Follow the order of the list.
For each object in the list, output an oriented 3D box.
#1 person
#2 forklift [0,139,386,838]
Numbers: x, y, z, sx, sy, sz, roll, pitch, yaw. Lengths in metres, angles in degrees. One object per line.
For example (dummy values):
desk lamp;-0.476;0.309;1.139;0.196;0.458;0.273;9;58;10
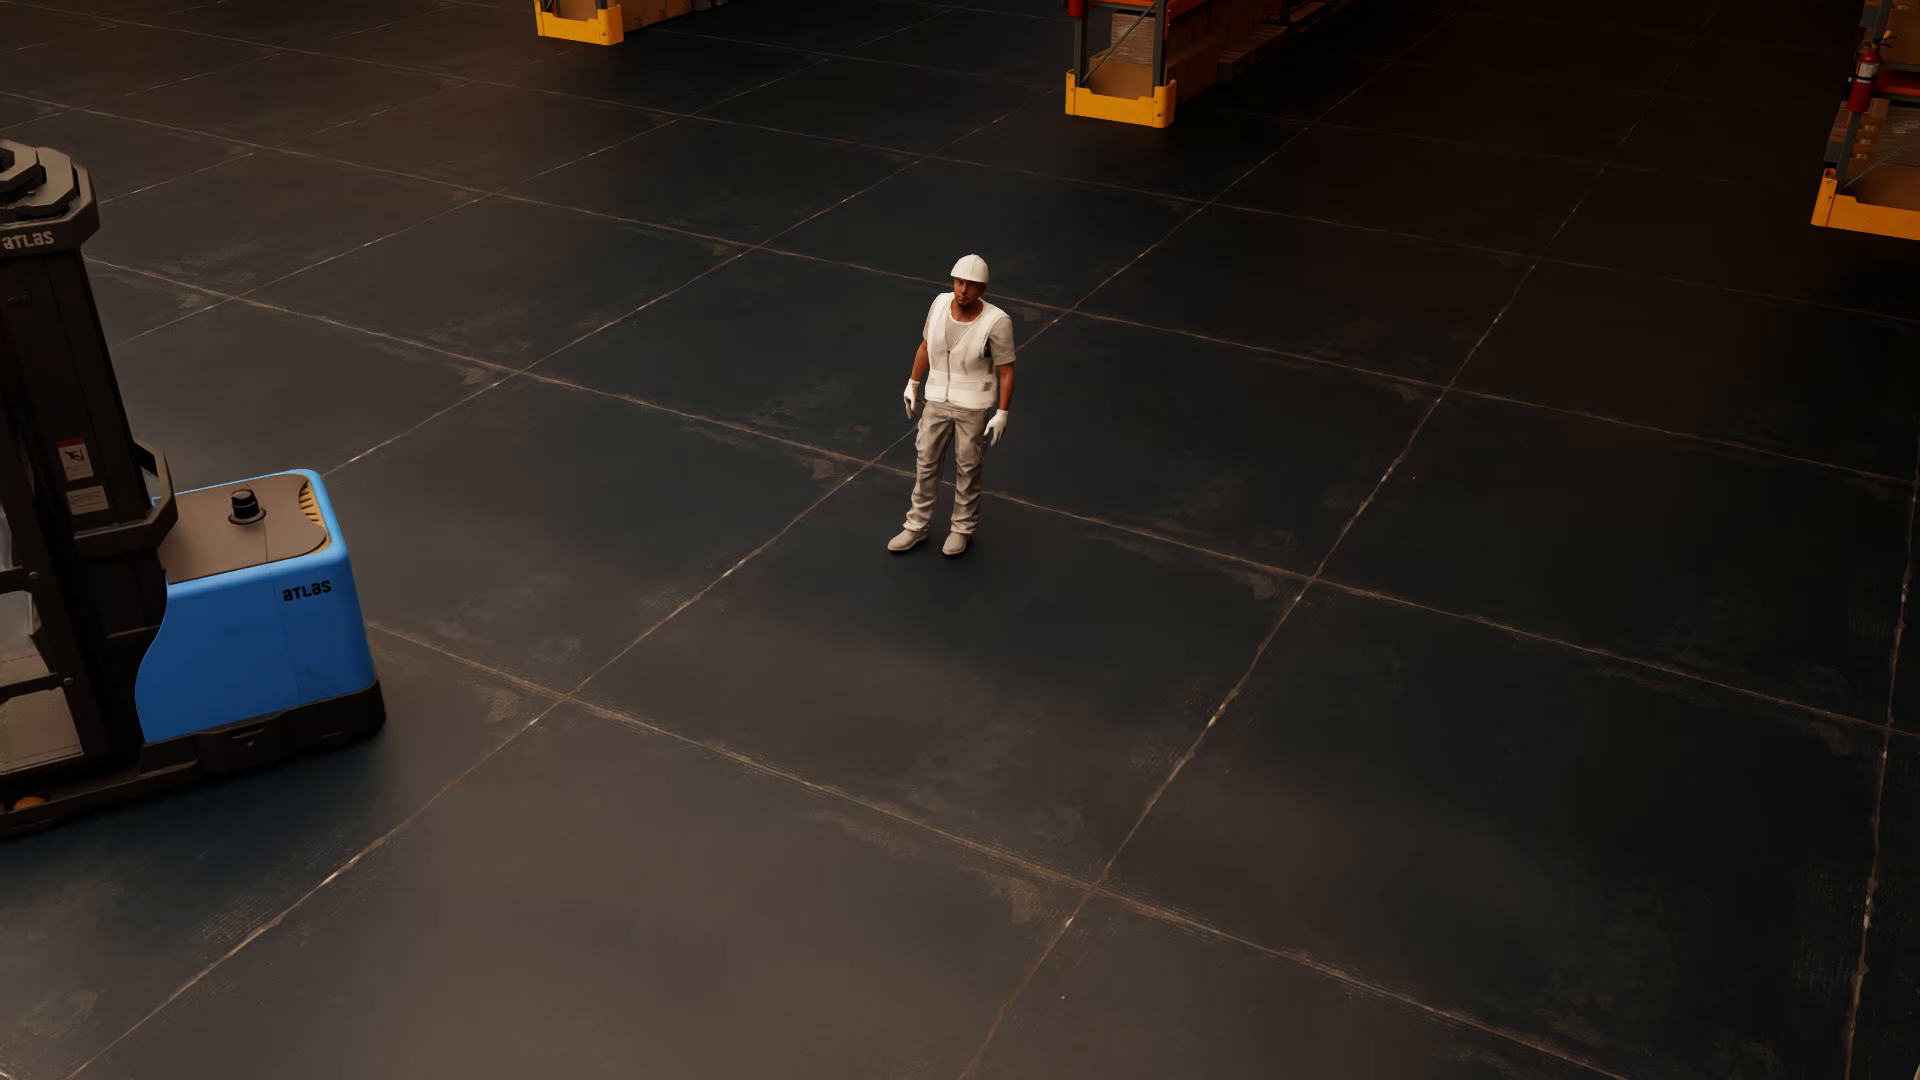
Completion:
person;-0.042;-0.750;9.503;0.656;1.782;0.577;15;33;25
forklift;-4.421;-0.177;7.377;3.031;2.935;1.130;-14;33;-23
